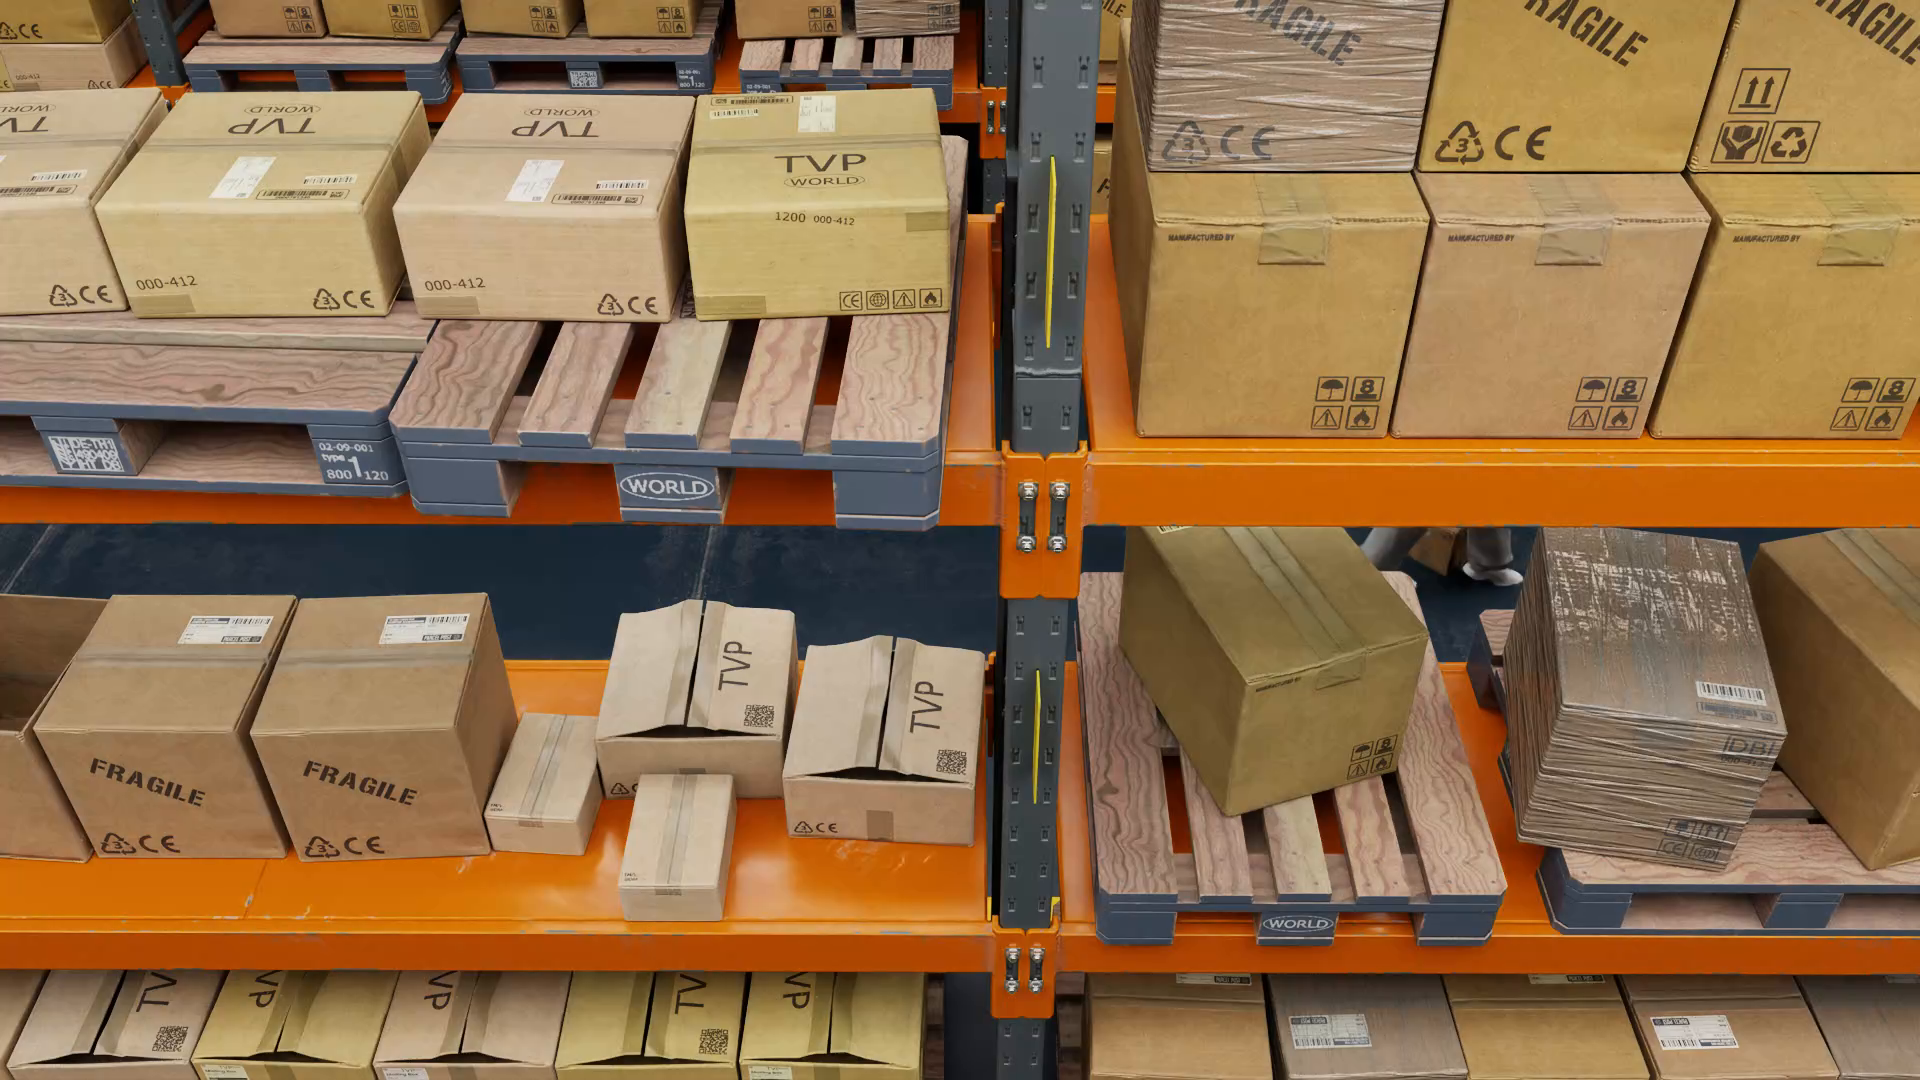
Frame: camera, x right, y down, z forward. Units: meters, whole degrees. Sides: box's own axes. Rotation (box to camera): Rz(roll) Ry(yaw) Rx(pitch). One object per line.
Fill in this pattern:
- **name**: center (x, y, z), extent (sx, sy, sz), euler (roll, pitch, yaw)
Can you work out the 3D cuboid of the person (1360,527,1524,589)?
- **person**: center (2.051, -0.411, 6.677), extent (0.804, 1.702, 0.497), euler (4, 40, 5)
